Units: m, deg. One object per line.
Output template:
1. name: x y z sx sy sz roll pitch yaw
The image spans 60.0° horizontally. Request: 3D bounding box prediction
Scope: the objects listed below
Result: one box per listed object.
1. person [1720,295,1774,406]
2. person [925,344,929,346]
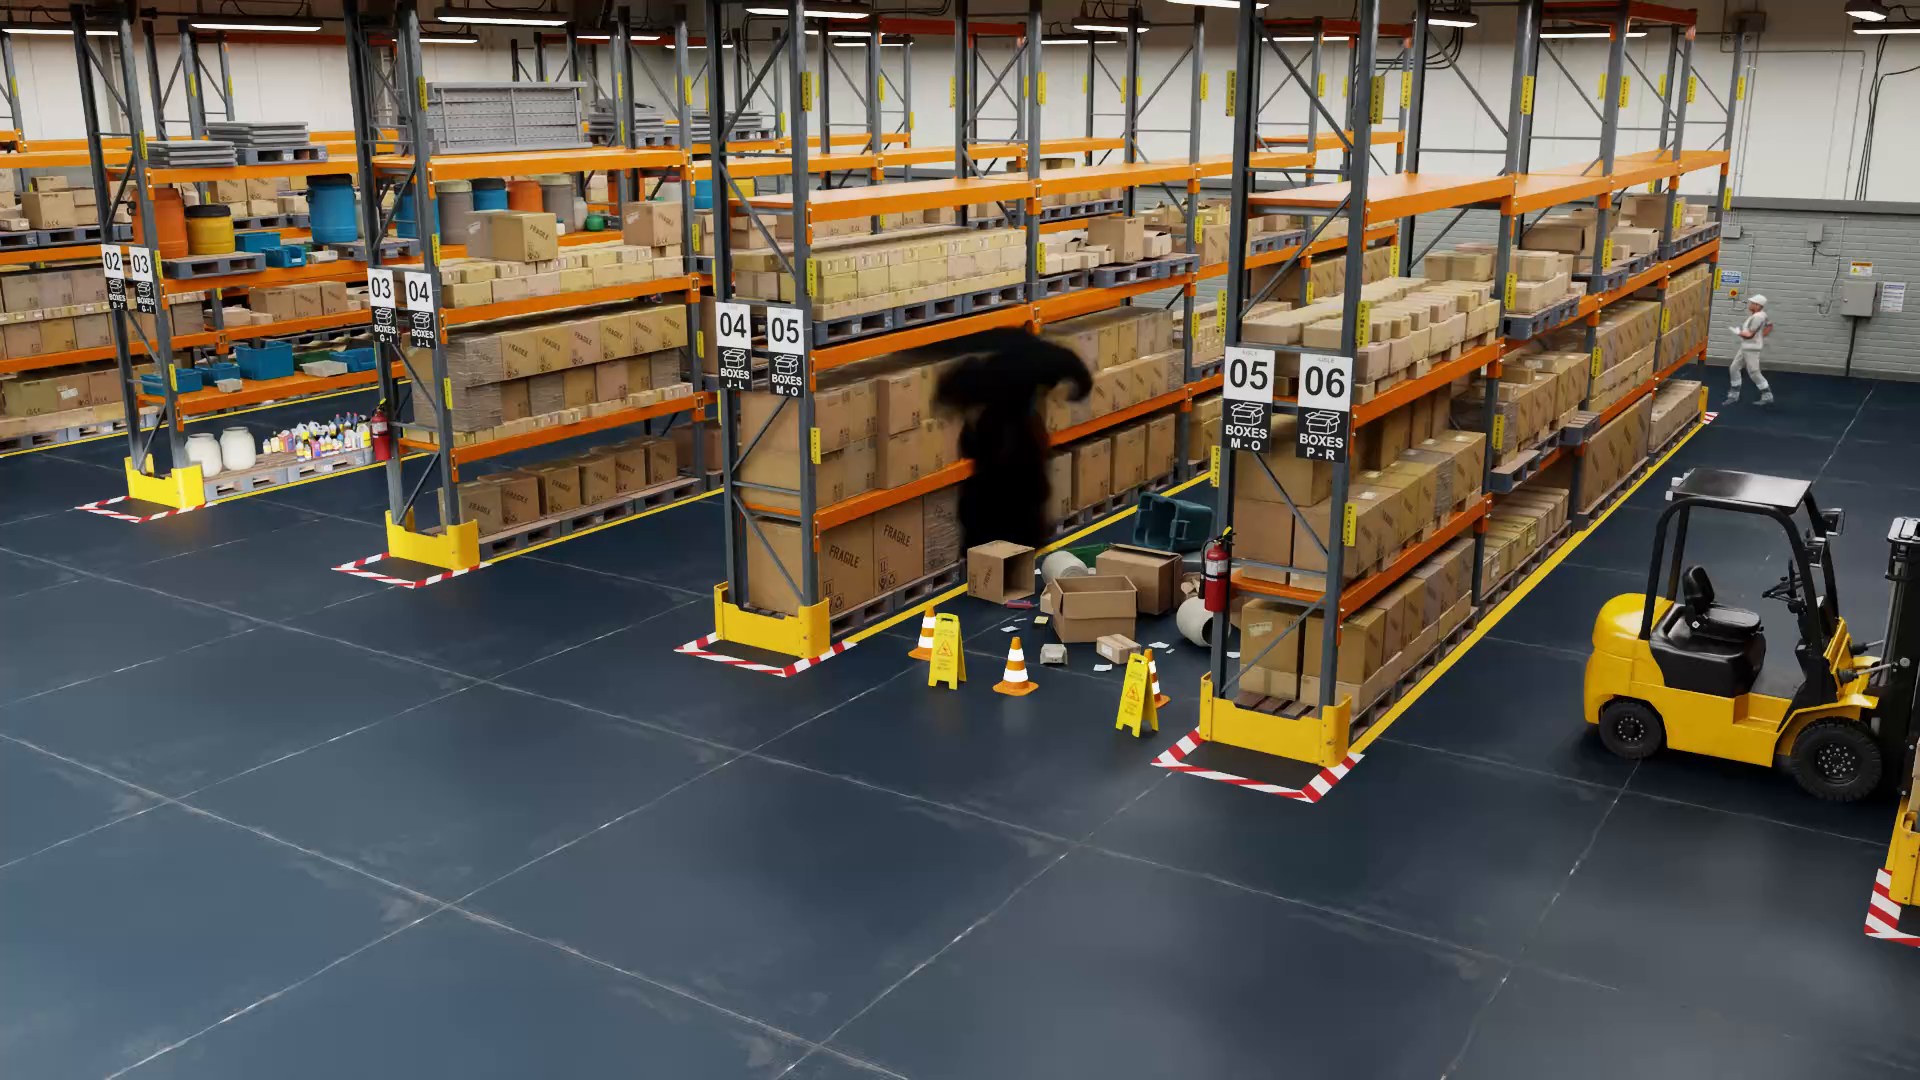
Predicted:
1. person: 12.716 -3.012 26.686 0.803 1.848 0.657 7 17 23
2. person: -0.265 -2.065 22.821 0.651 1.625 0.939 5 16 17
